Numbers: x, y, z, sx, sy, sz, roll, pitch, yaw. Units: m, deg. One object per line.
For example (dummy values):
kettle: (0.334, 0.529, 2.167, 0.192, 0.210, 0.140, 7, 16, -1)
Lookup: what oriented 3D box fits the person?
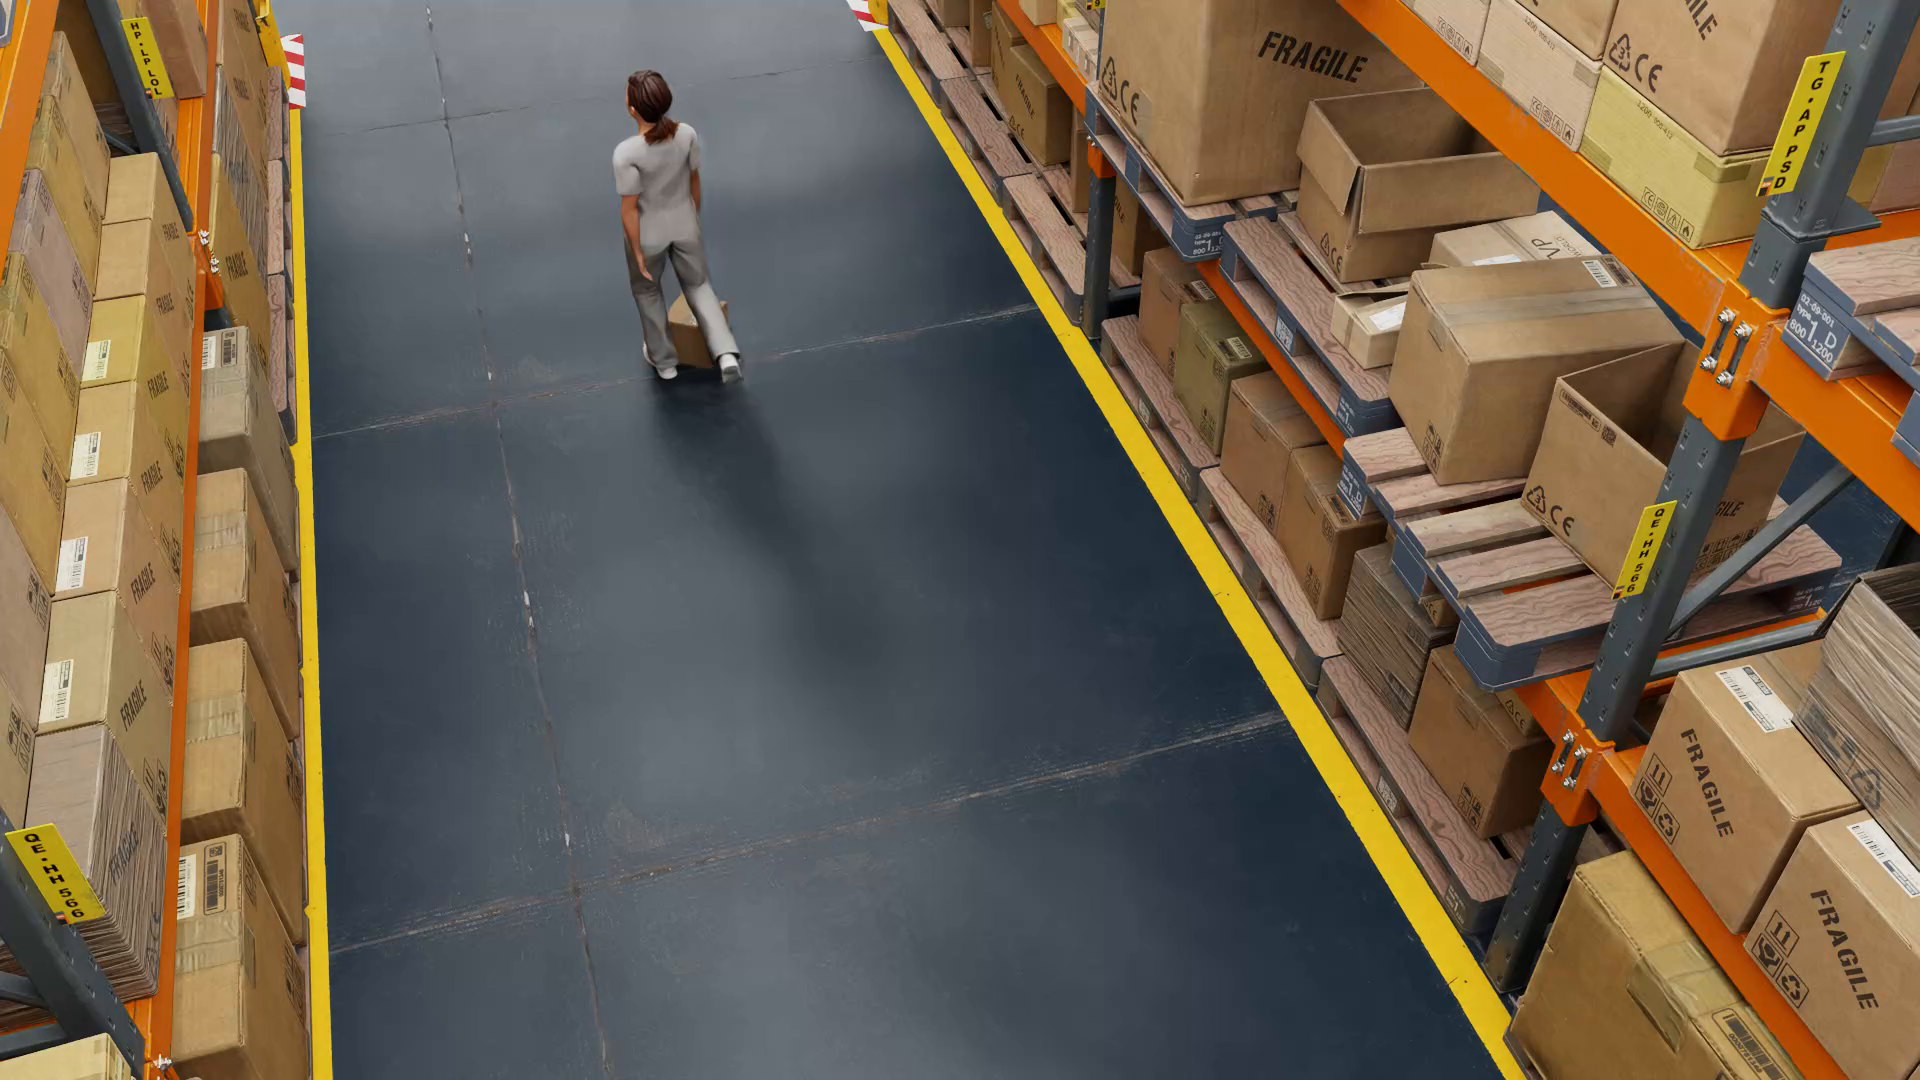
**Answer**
person: (-1.340, -1.383, 7.652, 0.432, 1.649, 0.748, -21, 47, -22)
